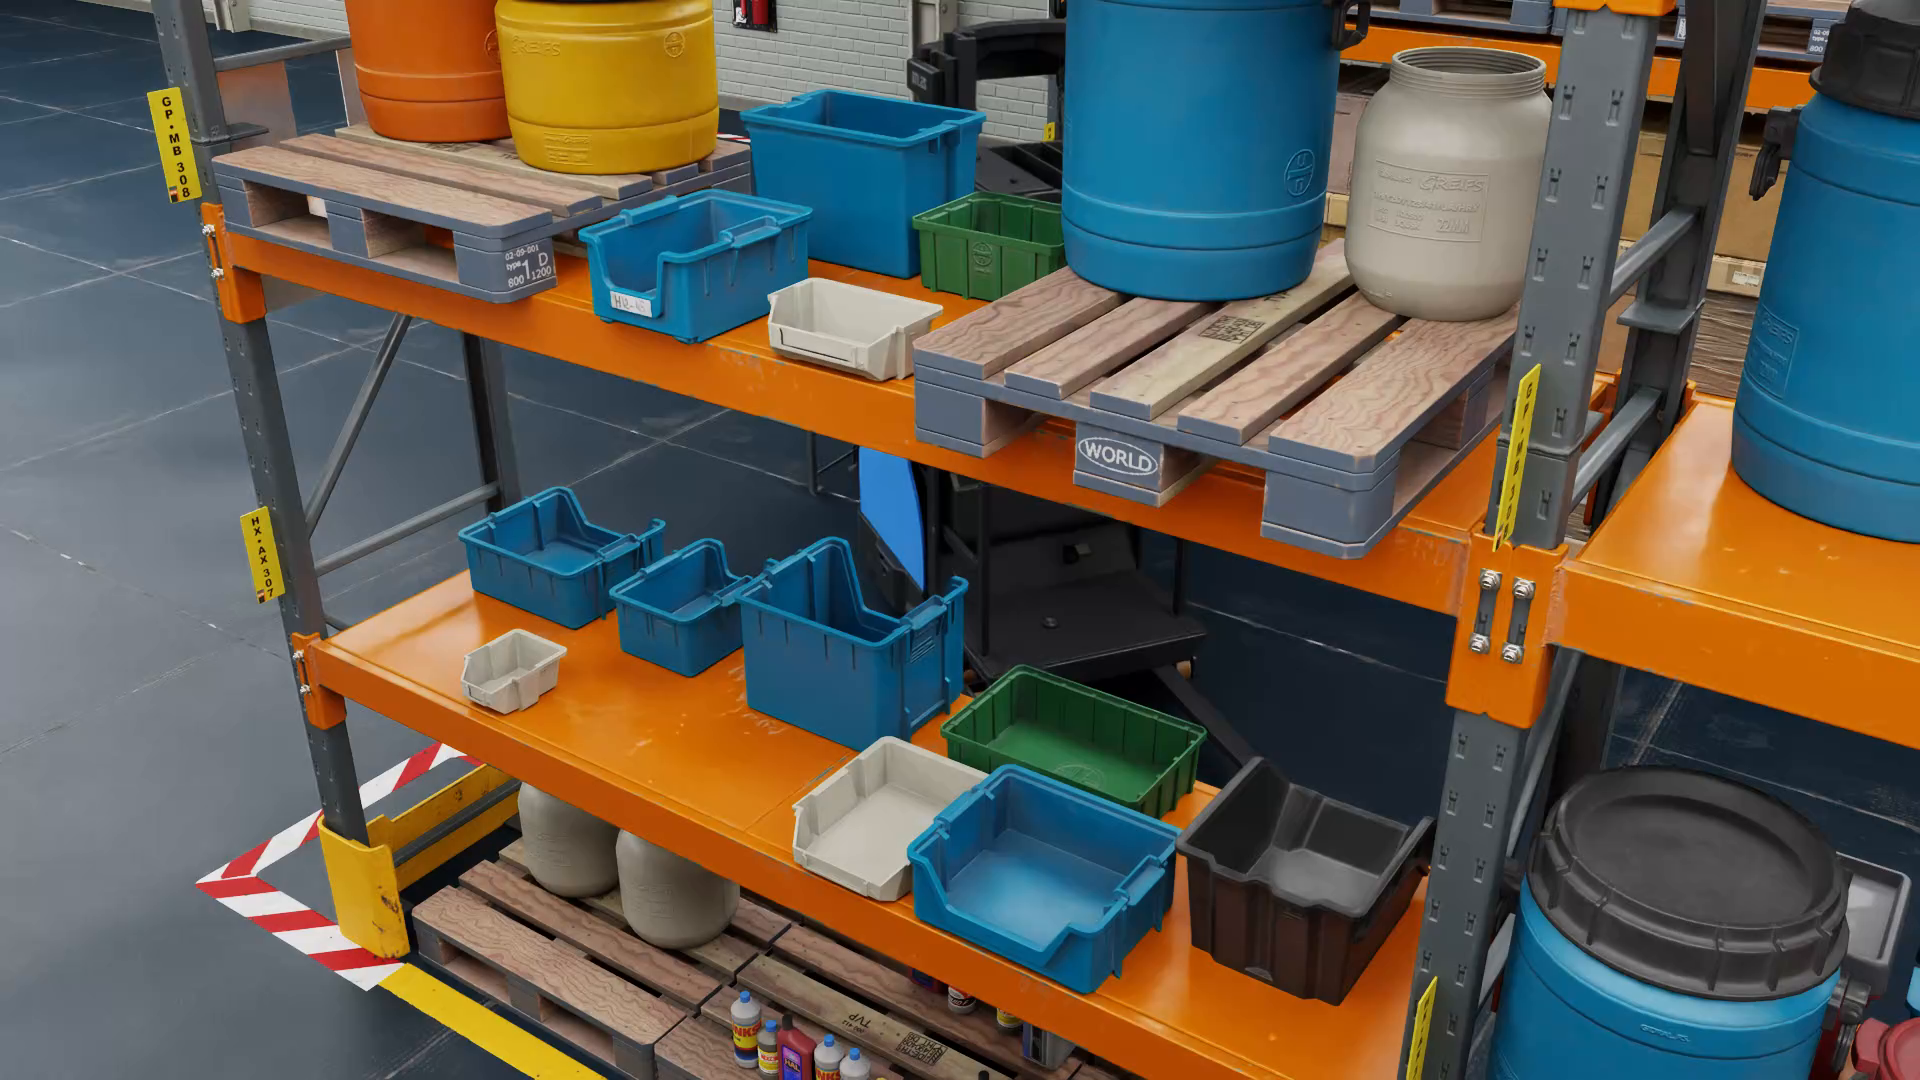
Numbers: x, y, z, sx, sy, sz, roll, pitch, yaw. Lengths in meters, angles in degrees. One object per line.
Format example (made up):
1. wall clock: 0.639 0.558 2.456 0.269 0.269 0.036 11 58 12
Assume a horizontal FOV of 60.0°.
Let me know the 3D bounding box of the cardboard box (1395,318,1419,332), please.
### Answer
1. cardboard box: 2.457 -1.404 8.591 0.500 0.500 0.700 18 32 32

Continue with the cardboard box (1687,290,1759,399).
1. cardboard box: 3.730 -1.010 7.816 0.500 0.500 0.700 16 31 29

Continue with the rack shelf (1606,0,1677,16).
1. rack shelf: 2.940 -0.664 1.867 4.000 0.370 1.077 17 32 30

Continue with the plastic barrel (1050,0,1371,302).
1. plastic barrel: 0.532 -1.046 3.674 0.708 0.901 0.600 17 32 30

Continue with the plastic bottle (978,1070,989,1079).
1. plastic bottle: 0.101 1.739 5.036 0.133 0.283 0.061 17 32 30

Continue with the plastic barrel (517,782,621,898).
1. plastic barrel: -1.420 1.032 6.194 0.421 0.512 0.421 0 27 0

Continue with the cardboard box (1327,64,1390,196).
1. cardboard box: 2.076 -2.103 8.534 0.500 0.500 0.700 17 32 31

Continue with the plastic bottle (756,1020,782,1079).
1. plastic bottle: -0.602 1.630 5.340 0.097 0.201 0.097 0 27 0

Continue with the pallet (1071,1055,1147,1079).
1. pallet: 0.762 2.052 4.985 1.213 0.211 1.003 17 32 30

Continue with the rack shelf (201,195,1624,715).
1. rack shelf: -0.357 -0.532 4.475 4.000 0.370 1.077 17 32 30

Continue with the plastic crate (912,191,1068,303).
1. plastic crate: 0.145 -0.752 4.347 0.450 0.188 0.336 17 32 30

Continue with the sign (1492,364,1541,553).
1. sign: 0.971 -0.141 2.902 0.005 0.325 0.100 17 32 30

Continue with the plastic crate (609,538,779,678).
1. plastic crate: -0.892 0.222 5.670 0.408 0.251 0.499 17 32 30

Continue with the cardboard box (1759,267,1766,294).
1. cardboard box: 3.754 -1.177 7.430 0.250 0.149 0.380 17 32 30

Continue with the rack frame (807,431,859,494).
1. rack frame: -0.745 -1.037 9.633 0.032 1.500 0.500 15 31 27

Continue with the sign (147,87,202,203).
1. sign: -2.321 -1.166 4.917 0.005 0.325 0.100 17 32 30

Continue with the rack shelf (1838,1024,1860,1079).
1. rack shelf: 2.940 1.832 3.137 4.000 0.370 1.077 17 32 30

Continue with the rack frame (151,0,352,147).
1. rack frame: -2.006 -2.703 4.641 0.127 3.000 1.000 17 32 30

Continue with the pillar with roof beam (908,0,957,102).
1. pillar with roof beam: -2.713 -6.482 12.066 0.400 9.000 9.100 17 32 30

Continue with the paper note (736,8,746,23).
1. paper note: -2.398 -5.745 18.204 0.142 0.148 0.016 17 32 30

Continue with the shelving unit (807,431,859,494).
1. shelving unit: -0.308 -0.918 9.401 1.048 1.500 0.538 15 31 27

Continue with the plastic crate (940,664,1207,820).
1. plastic crate: 0.332 0.638 4.923 0.662 0.188 0.450 17 32 30

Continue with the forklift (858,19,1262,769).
1. forklift: 0.465 -0.671 7.337 1.130 2.935 3.031 -10 29 -19

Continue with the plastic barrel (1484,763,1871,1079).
1. plastic barrel: 1.438 0.987 3.452 0.708 0.901 0.600 17 32 30

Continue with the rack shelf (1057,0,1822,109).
1. rack shelf: 2.450 -2.383 8.112 4.000 0.370 1.077 17 32 30

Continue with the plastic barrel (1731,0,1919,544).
1. plastic barrel: 1.834 -0.513 3.092 0.708 0.901 0.600 17 32 30

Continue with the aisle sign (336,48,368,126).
1. aisle sign: -1.897 -1.318 5.666 0.004 0.787 0.394 17 32 30

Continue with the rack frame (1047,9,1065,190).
1. rack frame: 0.802 -1.881 9.638 0.127 3.000 1.000 17 32 30

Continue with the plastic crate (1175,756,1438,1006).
1. plastic crate: 0.932 0.843 4.355 0.504 0.338 0.767 17 32 30

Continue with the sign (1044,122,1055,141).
1. sign: 0.483 -2.096 9.019 0.005 0.325 0.100 17 32 30

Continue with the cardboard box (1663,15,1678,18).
1. cardboard box: 5.365 -3.575 12.284 0.500 0.500 0.500 18 32 31

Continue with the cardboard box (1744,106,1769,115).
1. cardboard box: 5.512 -3.248 11.641 0.500 0.500 0.500 16 31 29

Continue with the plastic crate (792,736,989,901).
1. plastic crate: -0.190 0.793 4.676 0.437 0.136 0.530 17 32 30

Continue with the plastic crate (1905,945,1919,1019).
1. plastic crate: 2.377 1.172 3.658 0.575 0.384 0.392 17 32 30

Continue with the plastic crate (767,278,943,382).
1. plastic crate: -0.260 -0.483 3.875 0.396 0.136 0.243 17 32 30

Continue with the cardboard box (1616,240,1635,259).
1. cardboard box: 3.117 -1.374 7.818 0.250 0.149 0.380 17 32 30

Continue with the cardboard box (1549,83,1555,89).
1. cardboard box: 4.651 -3.509 12.155 0.500 0.500 0.500 16 31 29

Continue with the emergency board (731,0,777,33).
1. emergency board: -2.291 -6.067 17.864 0.643 1.169 0.194 17 32 30

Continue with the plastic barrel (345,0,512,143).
1. plastic barrel: -1.533 -1.668 4.976 0.708 0.830 0.600 17 32 30

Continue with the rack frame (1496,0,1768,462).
1. rack frame: 1.292 -1.676 2.622 0.127 3.000 1.000 17 32 30

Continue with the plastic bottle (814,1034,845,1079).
1. plastic bottle: -0.405 1.660 5.203 0.097 0.271 0.097 0 27 0

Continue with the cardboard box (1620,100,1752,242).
1. cardboard box: 3.312 -1.717 7.776 0.500 0.500 0.700 17 32 30

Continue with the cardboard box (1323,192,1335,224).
1. cardboard box: 1.855 -1.768 8.592 0.250 0.149 0.380 16 31 29

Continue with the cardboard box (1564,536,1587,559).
1. cardboard box: 3.186 0.015 8.481 0.500 0.250 0.500 17 32 30

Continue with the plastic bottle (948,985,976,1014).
1. plastic bottle: 0.008 1.491 5.613 0.097 0.201 0.097 0 27 0

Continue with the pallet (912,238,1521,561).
1. pallet: 0.641 -0.404 3.638 1.003 0.211 1.213 17 32 30

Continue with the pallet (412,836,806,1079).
1. pallet: -1.250 1.426 6.216 1.213 0.211 1.003 17 32 30

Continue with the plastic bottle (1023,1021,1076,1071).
1. plastic bottle: 0.292 1.557 5.401 0.135 0.276 0.152 17 32 30

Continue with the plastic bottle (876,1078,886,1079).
1. plastic bottle: -0.241 1.743 5.119 0.097 0.201 0.097 0 27 0
